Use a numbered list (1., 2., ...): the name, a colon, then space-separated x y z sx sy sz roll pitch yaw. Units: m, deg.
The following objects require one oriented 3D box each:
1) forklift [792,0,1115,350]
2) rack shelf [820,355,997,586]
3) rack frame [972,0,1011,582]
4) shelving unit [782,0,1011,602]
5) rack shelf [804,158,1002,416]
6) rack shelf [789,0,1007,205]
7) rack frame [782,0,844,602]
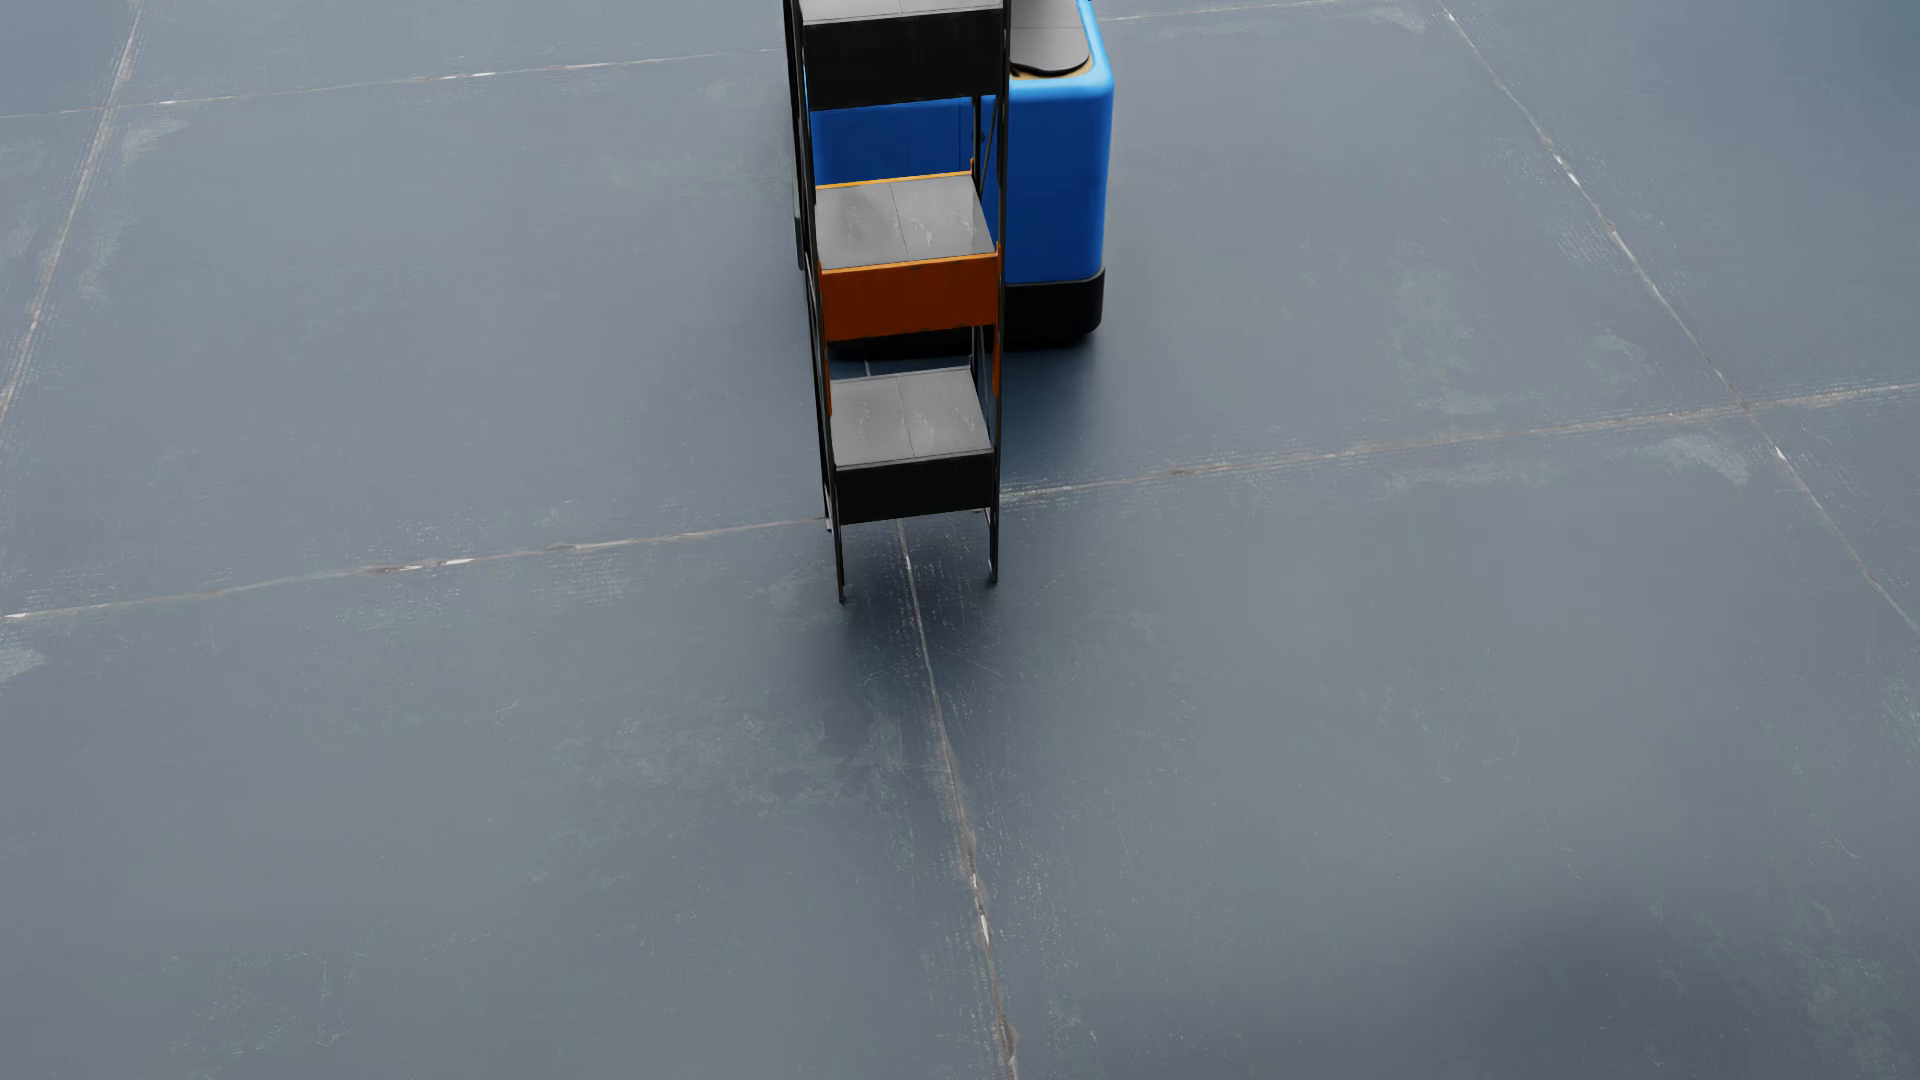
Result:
1. forklift: -0.143 -2.758 5.996 1.130 2.935 3.031 -4 46 -4
2. rack shelf: -0.163 -0.213 5.112 0.480 0.518 0.431 -7 46 -7
3. rack frame: 0.077 -0.738 4.627 0.015 2.100 0.400 -7 46 -7
4. shelving unit: -0.163 -0.708 4.598 0.503 2.100 0.431 -7 46 -7
5. rack shelf: -0.163 -0.699 4.608 0.480 0.518 0.431 -7 46 -7
6. rack shelf: -0.163 -1.184 4.104 0.480 0.518 0.431 -7 46 -7
7. rack frame: -0.404 -0.678 4.569 0.015 2.100 0.400 -7 46 -7
